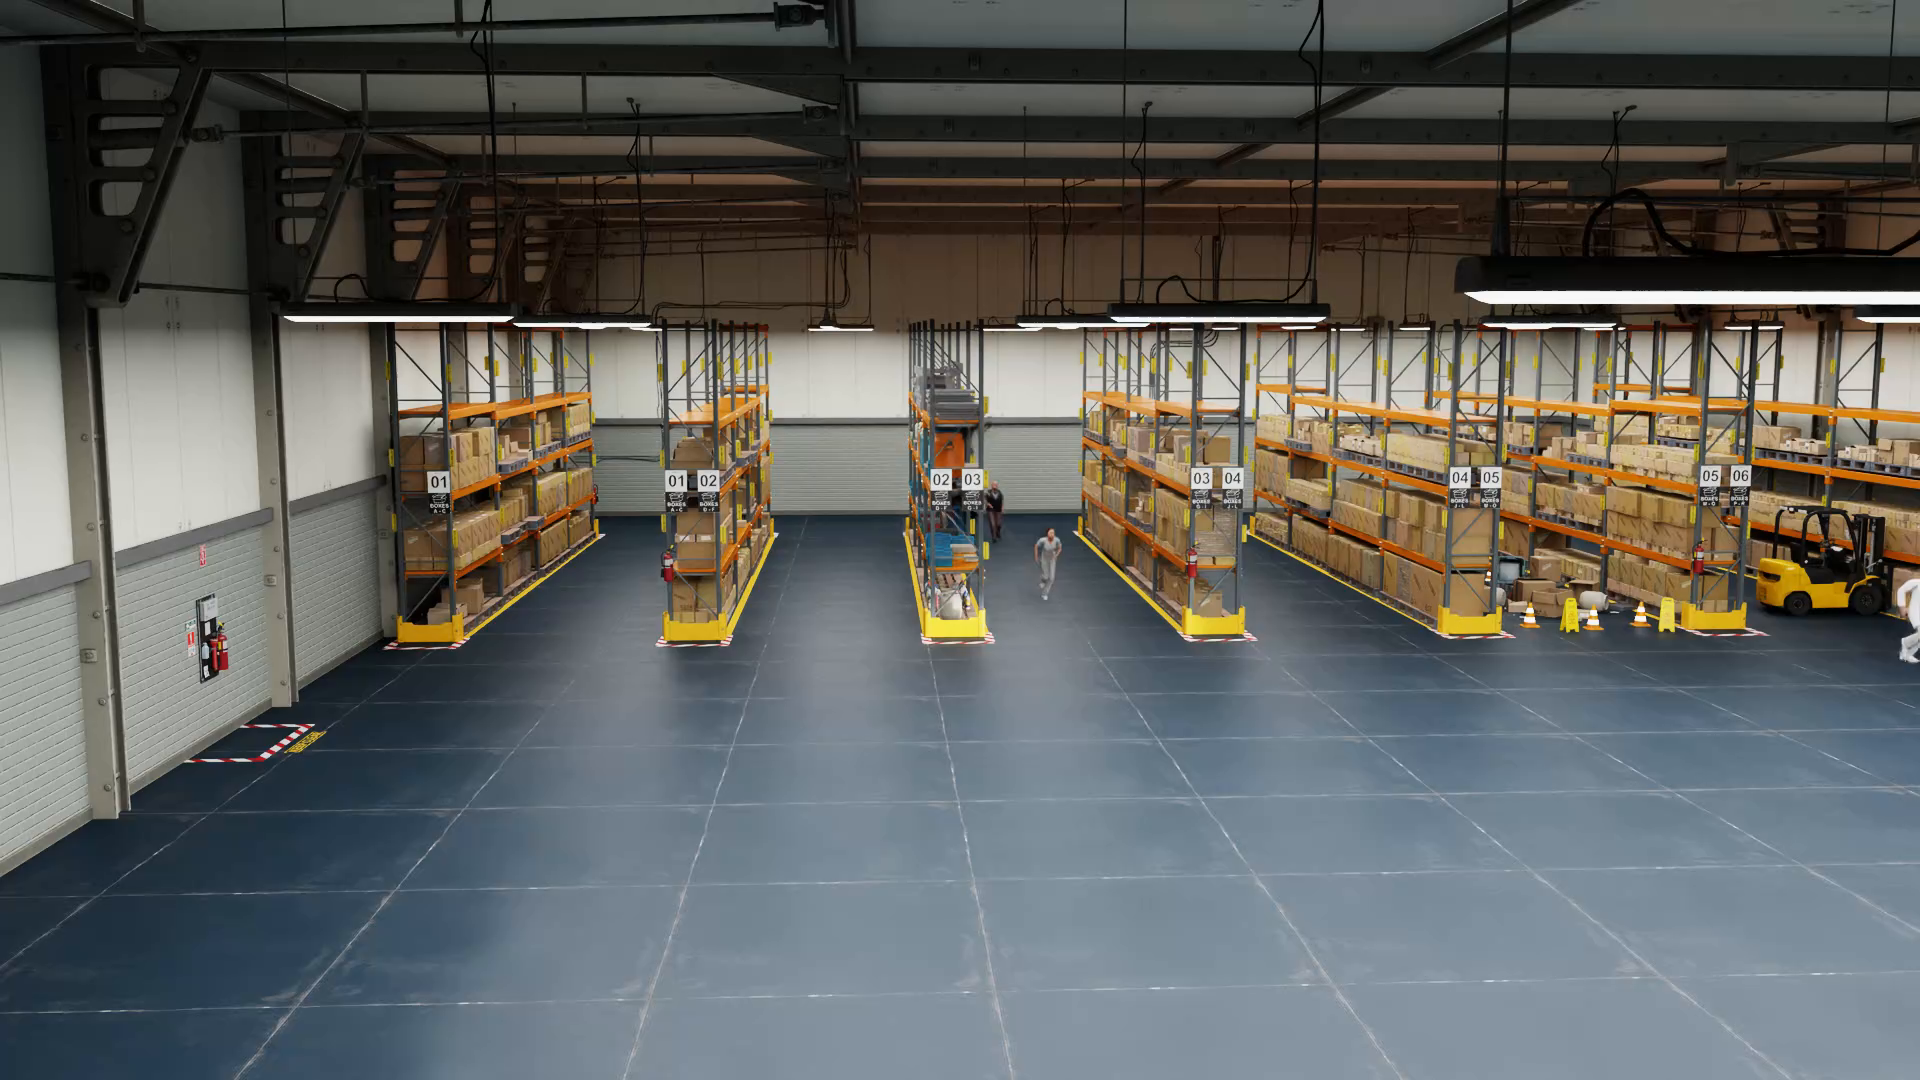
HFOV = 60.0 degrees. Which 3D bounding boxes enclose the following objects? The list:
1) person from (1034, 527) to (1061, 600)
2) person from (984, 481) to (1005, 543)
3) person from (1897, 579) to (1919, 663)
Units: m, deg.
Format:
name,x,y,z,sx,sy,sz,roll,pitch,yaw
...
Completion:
name,x,y,z,sx,sy,sz,roll,pitch,yaw
person,1.907,0.496,36.112,0.554,1.600,0.704,-2,7,-15
person,0.947,-0.770,45.849,0.649,1.692,0.605,-1,7,-11
person,16.723,1.300,28.892,0.673,1.716,0.736,-3,7,-20
